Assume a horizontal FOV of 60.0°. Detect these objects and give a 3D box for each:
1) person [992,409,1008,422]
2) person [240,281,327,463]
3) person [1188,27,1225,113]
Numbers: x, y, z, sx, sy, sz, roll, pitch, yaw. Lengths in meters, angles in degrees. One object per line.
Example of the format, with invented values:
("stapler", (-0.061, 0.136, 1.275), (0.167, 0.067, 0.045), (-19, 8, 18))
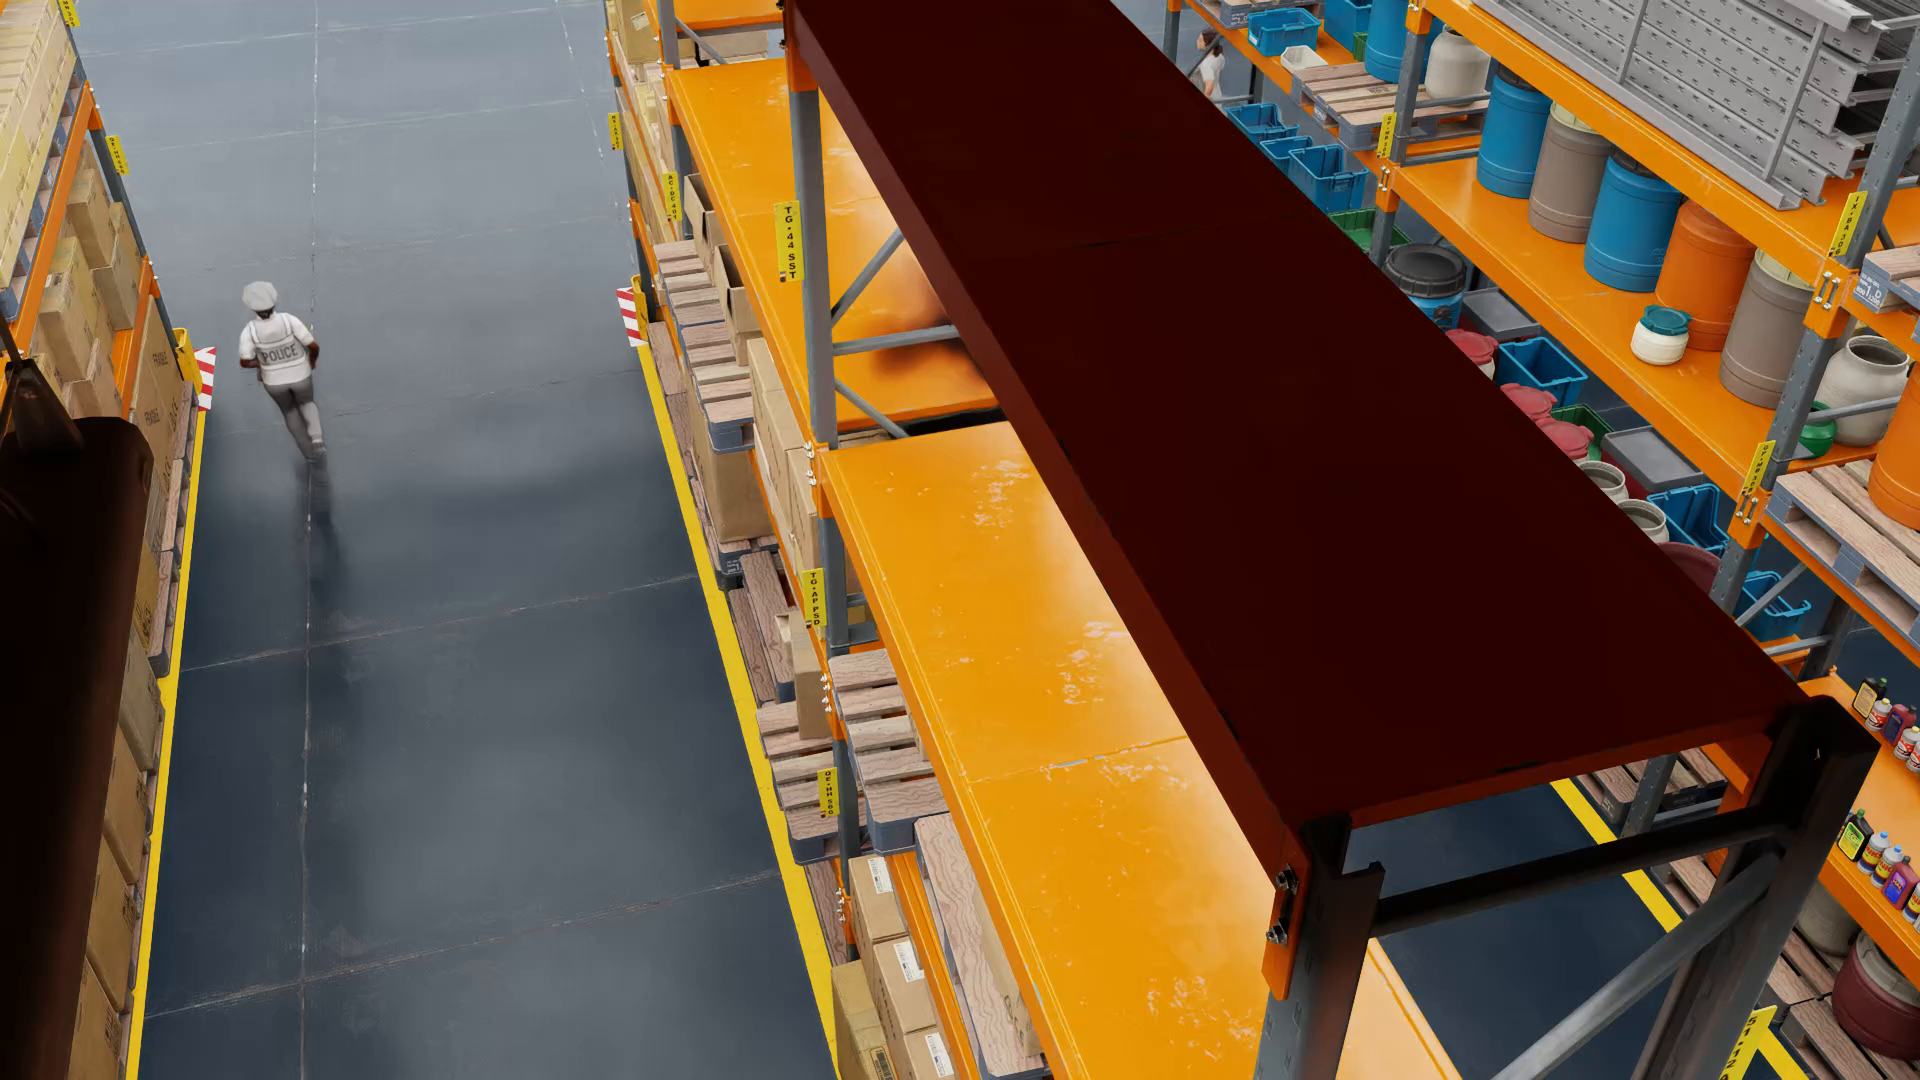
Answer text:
("person", (0.300, -0.988, 12.755), (0.556, 1.701, 0.714), (-16, 41, -19))
("person", (-5.308, -1.280, 13.115), (0.591, 1.649, 0.575), (-18, 42, -21))
("person", (2.502, -4.476, 17.103), (0.917, 1.640, 0.633), (21, 43, 24))
